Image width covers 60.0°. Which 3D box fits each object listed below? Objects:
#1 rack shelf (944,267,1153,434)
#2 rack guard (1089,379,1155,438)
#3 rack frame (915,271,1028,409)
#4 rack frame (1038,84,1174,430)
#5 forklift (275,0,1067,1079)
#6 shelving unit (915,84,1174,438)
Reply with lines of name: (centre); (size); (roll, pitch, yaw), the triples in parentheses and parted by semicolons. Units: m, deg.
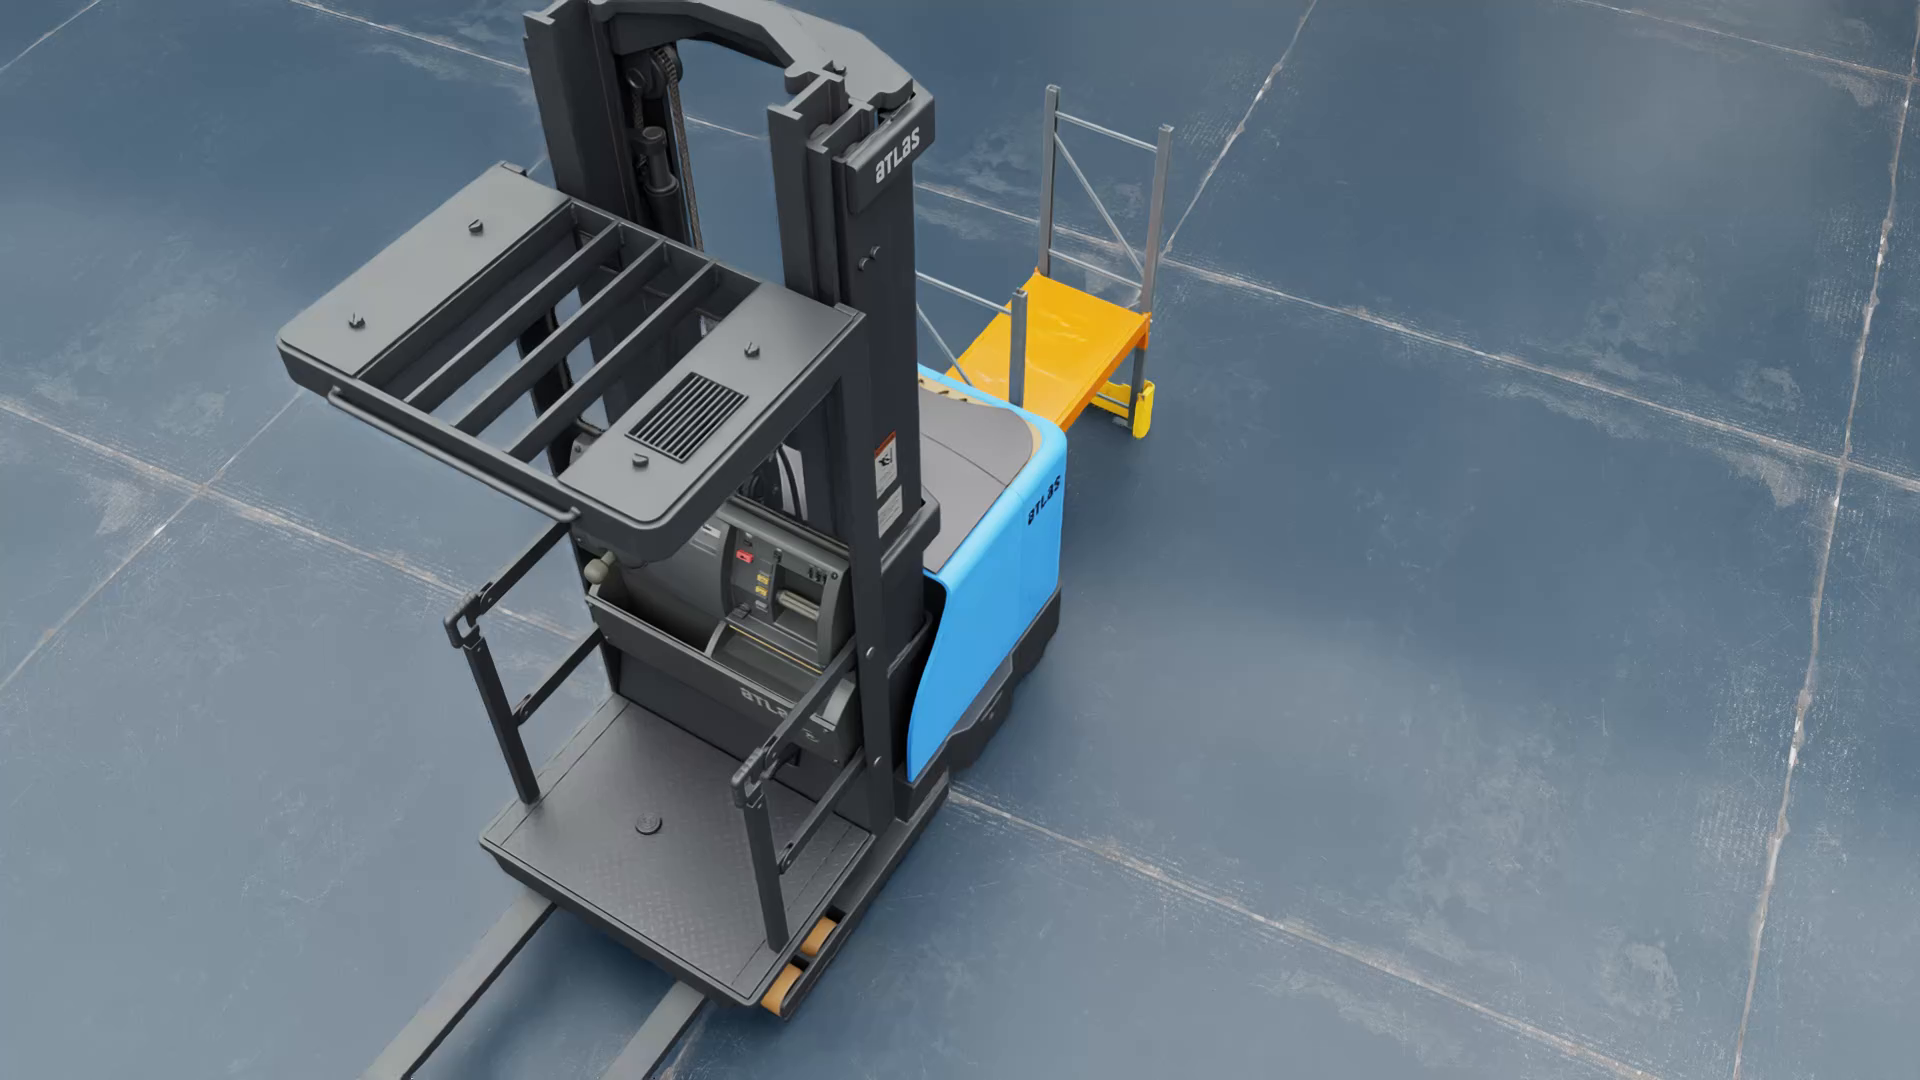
rack shelf: (0.262, -0.603, 6.329); (0.538, 0.185, 1.000); (25, 54, 20)
rack guard: (0.528, -0.643, 6.948); (0.587, 0.250, 0.087); (25, 54, 20)
rack frame: (-0.004, -0.390, 5.912); (0.500, 1.500, 0.032); (25, 54, 20)
rack frame: (0.529, -1.049, 6.473); (0.500, 1.500, 0.032); (25, 54, 20)
forklift: (-0.831, 0.141, 4.521); (1.130, 2.935, 3.031); (25, 54, 20)
shelving unit: (0.267, -0.725, 6.197); (0.587, 1.500, 1.083); (25, 54, 20)
